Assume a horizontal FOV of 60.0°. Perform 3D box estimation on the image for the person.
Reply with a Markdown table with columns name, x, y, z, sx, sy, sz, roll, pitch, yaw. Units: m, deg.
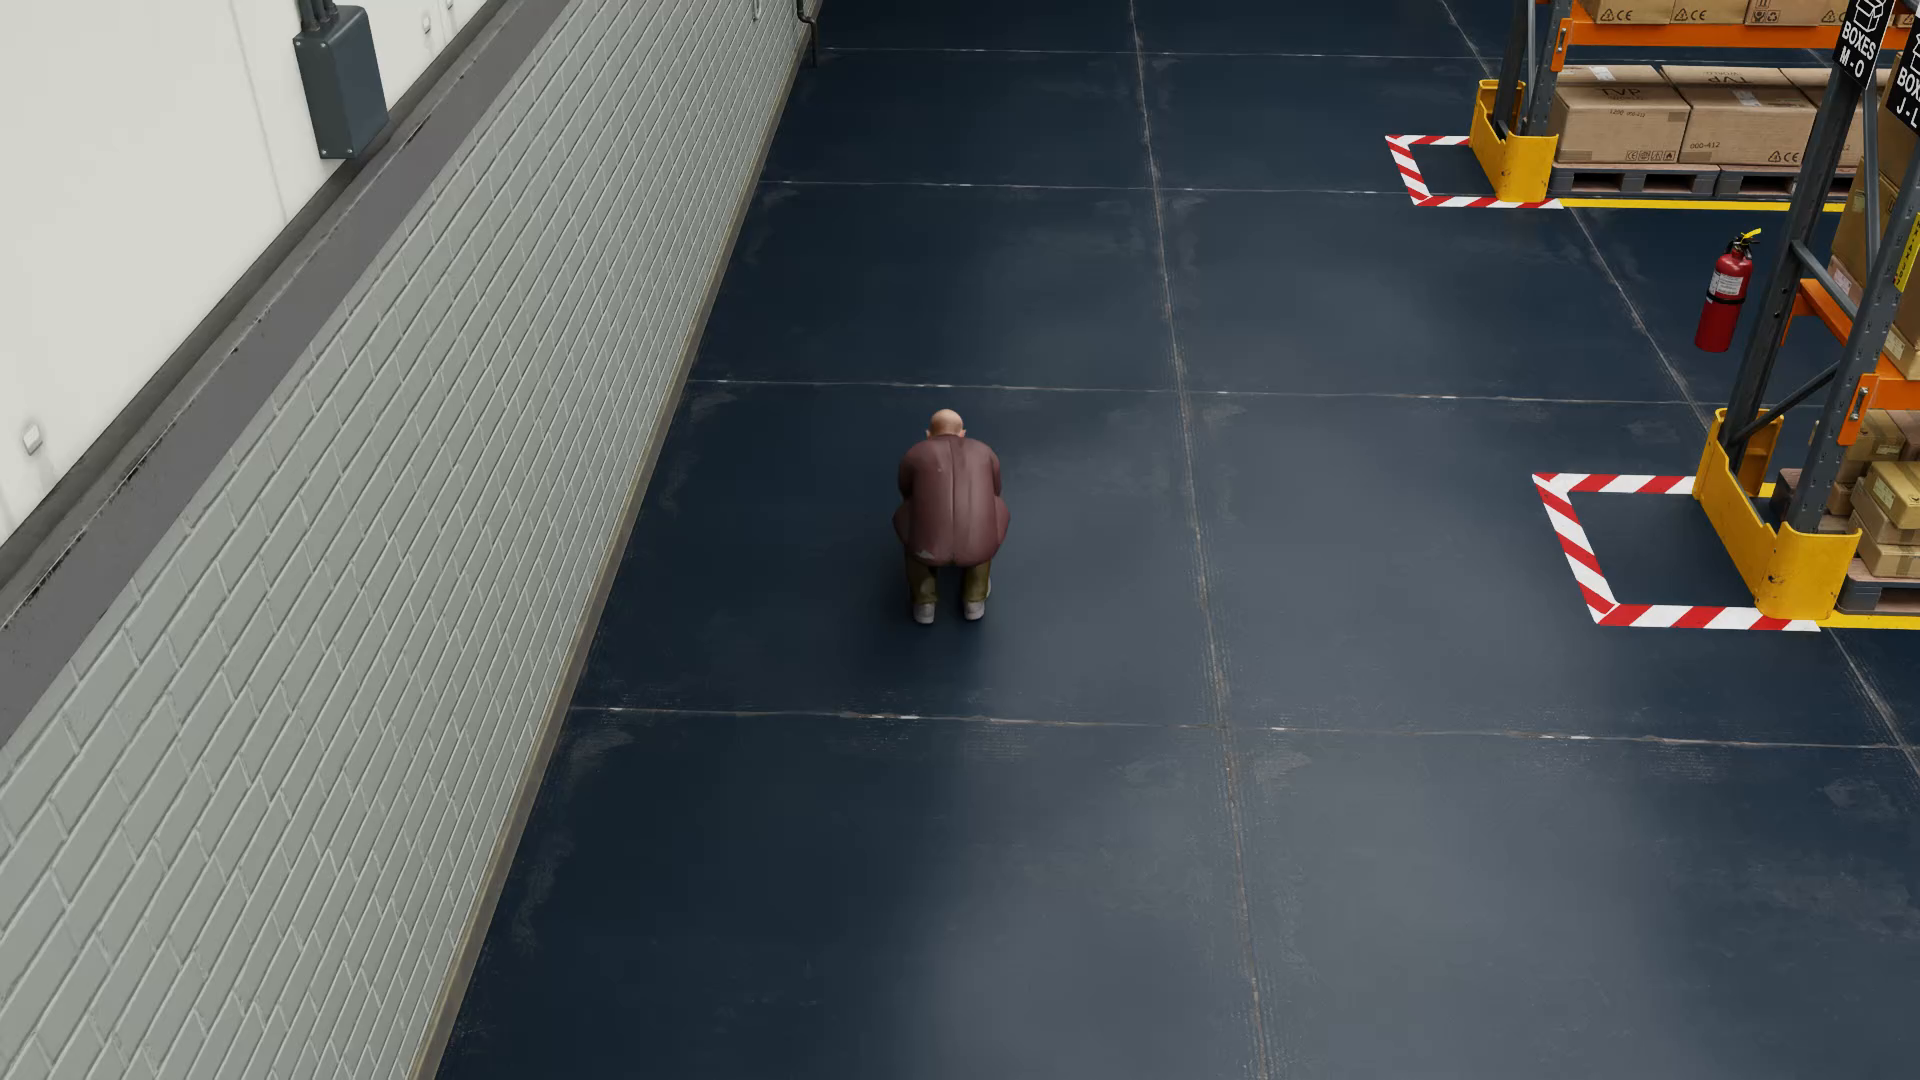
| name | x | y | z | sx | sy | sz | roll | pitch | yaw |
| --- | --- | --- | --- | --- | --- | --- | --- | --- | --- |
| person | -0.040 | -0.090 | 8.118 | 0.577 | 0.827 | 0.946 | 0 | 35 | 1 |
